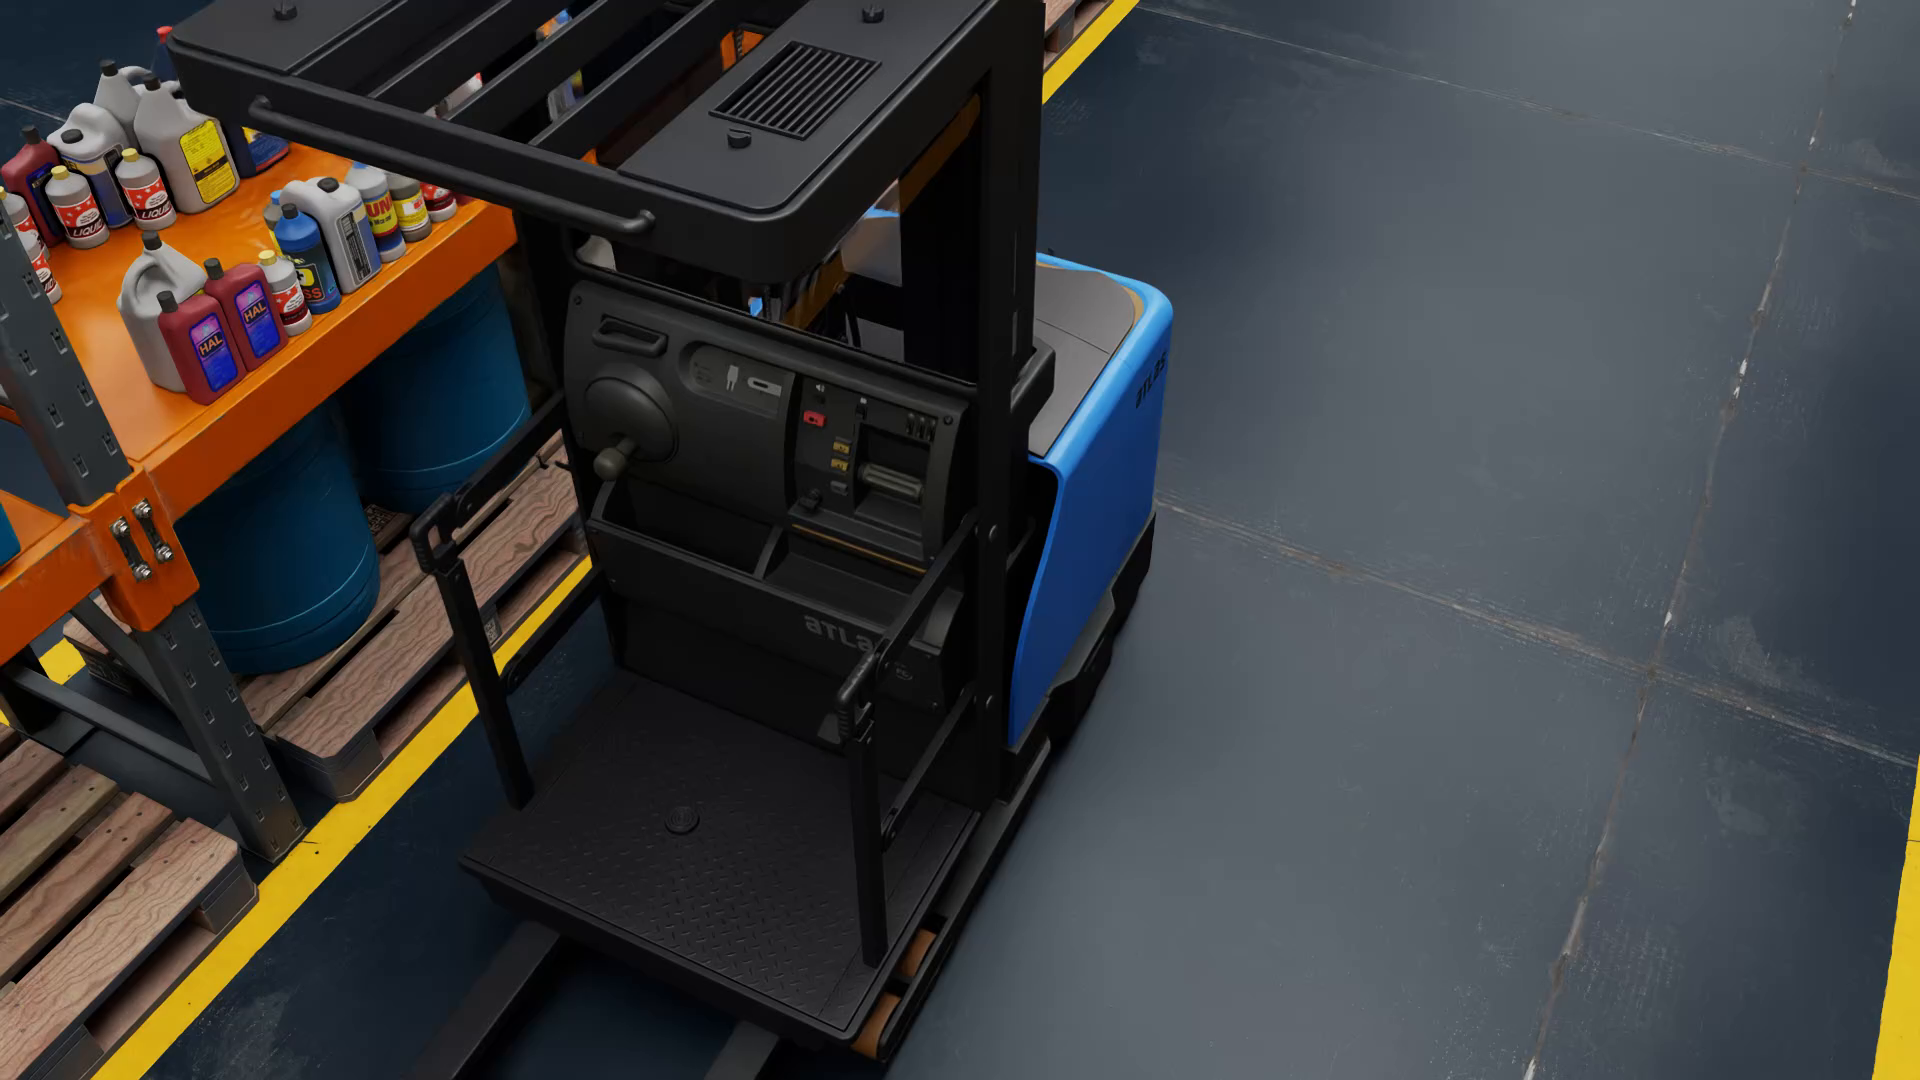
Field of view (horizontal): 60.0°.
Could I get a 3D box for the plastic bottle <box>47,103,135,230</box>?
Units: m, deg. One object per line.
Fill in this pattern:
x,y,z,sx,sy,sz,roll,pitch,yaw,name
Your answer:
-2.158,-0.937,4.155,0.152,0.276,0.135,20,49,19,plastic bottle

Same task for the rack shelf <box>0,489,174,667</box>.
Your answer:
-3.153,1.117,2.543,1.077,0.370,4.000,20,49,19,rack shelf

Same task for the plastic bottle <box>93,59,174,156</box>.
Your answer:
-2.088,-1.065,4.229,0.144,0.351,0.185,20,49,19,plastic bottle

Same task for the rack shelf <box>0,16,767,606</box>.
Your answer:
-1.296,-1.403,5.033,1.077,0.370,4.000,20,49,19,rack shelf

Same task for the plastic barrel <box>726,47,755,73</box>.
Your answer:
-0.763,-1.490,6.067,0.421,0.512,0.421,0,45,0,plastic barrel

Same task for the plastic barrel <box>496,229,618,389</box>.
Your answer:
-1.287,-0.778,5.364,0.421,0.512,0.421,0,45,0,plastic barrel

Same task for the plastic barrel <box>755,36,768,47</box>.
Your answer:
-0.580,-1.986,6.335,0.600,0.830,0.708,20,49,19,plastic barrel

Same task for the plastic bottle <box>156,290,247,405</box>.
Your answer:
-1.676,-0.445,3.663,0.061,0.283,0.133,20,49,19,plastic bottle

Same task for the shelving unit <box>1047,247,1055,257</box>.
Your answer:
0.122,-0.498,5.109,0.258,0.900,0.210,19,48,18,shelving unit

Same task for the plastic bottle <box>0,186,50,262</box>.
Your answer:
-2.298,-0.763,4.035,0.097,0.201,0.097,0,45,0,plastic bottle

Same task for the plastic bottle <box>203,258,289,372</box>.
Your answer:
-1.614,-0.529,3.746,0.061,0.283,0.133,20,49,19,plastic bottle

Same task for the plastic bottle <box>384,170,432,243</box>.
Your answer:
-1.379,-0.847,4.118,0.097,0.201,0.097,0,45,0,plastic bottle

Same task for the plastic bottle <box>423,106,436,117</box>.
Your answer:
-1.377,-1.151,4.366,0.152,0.276,0.135,20,49,19,plastic bottle

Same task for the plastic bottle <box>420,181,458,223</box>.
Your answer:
-1.334,-0.909,4.179,0.097,0.201,0.097,0,45,0,plastic bottle

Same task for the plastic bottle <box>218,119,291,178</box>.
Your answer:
-1.874,-1.134,4.297,0.144,0.351,0.185,20,49,19,plastic bottle

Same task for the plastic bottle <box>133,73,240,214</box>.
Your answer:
-1.960,-1.018,4.182,0.144,0.351,0.185,20,49,19,plastic bottle

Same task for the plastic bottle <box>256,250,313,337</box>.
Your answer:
-1.577,-0.579,3.853,0.097,0.201,0.097,0,45,0,plastic bottle

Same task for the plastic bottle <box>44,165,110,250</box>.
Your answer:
-2.182,-0.827,4.098,0.097,0.201,0.097,0,45,0,plastic bottle

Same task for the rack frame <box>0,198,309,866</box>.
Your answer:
-2.224,-0.396,3.532,1.000,3.000,0.127,20,49,19,rack frame

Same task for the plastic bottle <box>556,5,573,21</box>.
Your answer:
-1.094,-1.480,4.694,0.097,0.271,0.097,0,45,0,plastic bottle

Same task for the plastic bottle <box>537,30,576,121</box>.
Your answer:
-1.135,-1.247,4.461,0.152,0.276,0.135,20,49,19,plastic bottle

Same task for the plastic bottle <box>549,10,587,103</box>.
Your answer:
-1.056,-1.310,4.526,0.097,0.271,0.097,0,45,0,plastic bottle

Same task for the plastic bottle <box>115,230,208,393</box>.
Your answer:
-1.755,-0.519,3.688,0.144,0.351,0.185,20,49,19,plastic bottle

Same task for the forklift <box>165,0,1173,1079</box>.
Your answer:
-0.521,-0.148,3.335,1.130,2.935,3.031,19,48,18,forklift

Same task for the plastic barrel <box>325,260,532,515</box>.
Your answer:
-1.628,-0.589,4.903,0.600,0.901,0.708,20,49,19,plastic barrel

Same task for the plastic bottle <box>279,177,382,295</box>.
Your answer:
-1.502,-0.748,3.968,0.152,0.276,0.135,20,49,19,plastic bottle

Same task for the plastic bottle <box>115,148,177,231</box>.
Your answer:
-2.039,-0.882,4.152,0.097,0.201,0.097,0,45,0,plastic bottle

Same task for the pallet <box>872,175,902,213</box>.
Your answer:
-0.697,-1.425,6.510,1.003,0.211,1.213,20,49,19,pallet

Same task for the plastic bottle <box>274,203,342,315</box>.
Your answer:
-1.532,-0.665,3.888,0.097,0.271,0.097,0,45,0,plastic bottle

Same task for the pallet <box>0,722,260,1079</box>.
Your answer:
-2.531,1.061,4.053,1.003,0.211,1.213,20,49,19,pallet

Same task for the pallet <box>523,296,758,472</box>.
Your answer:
-1.264,-0.659,5.753,1.003,0.211,1.213,20,49,19,pallet

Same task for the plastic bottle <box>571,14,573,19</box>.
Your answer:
-1.011,-1.371,4.586,0.097,0.271,0.097,0,45,0,plastic bottle

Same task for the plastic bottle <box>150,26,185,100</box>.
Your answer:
-2.002,-1.182,4.344,0.144,0.351,0.185,20,49,19,plastic bottle

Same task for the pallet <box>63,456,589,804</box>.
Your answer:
-1.829,0.112,4.991,1.003,0.211,1.213,20,49,19,pallet

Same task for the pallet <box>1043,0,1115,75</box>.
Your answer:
0.026,-2.411,7.484,1.003,0.211,1.213,20,49,19,pallet

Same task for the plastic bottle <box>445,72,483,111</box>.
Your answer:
-1.242,-1.101,4.317,0.152,0.276,0.135,20,49,19,plastic bottle

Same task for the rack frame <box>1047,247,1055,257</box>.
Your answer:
0.166,-0.562,5.173,0.240,0.900,0.006,19,48,18,rack frame

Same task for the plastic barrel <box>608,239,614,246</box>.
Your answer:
-1.104,-1.190,5.718,0.600,0.588,0.708,20,49,19,plastic barrel

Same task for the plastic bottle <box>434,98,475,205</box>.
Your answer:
-1.264,-1.004,4.216,0.061,0.283,0.133,20,49,19,plastic bottle

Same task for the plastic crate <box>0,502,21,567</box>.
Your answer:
-2.139,-0.004,3.114,0.392,0.384,0.575,20,49,19,plastic crate

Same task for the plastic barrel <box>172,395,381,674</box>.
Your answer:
-1.957,-0.143,4.462,0.600,0.901,0.708,20,49,19,plastic barrel

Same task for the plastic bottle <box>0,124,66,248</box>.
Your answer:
-2.261,-0.870,4.083,0.061,0.283,0.133,20,49,19,plastic bottle

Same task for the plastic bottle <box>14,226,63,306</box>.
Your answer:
-2.209,-0.651,3.924,0.097,0.201,0.097,0,45,0,plastic bottle

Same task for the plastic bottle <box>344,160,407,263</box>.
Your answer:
-1.424,-0.811,4.033,0.097,0.271,0.097,0,45,0,plastic bottle

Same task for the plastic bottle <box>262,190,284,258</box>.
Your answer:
-1.621,-0.752,4.024,0.097,0.201,0.097,0,45,0,plastic bottle
